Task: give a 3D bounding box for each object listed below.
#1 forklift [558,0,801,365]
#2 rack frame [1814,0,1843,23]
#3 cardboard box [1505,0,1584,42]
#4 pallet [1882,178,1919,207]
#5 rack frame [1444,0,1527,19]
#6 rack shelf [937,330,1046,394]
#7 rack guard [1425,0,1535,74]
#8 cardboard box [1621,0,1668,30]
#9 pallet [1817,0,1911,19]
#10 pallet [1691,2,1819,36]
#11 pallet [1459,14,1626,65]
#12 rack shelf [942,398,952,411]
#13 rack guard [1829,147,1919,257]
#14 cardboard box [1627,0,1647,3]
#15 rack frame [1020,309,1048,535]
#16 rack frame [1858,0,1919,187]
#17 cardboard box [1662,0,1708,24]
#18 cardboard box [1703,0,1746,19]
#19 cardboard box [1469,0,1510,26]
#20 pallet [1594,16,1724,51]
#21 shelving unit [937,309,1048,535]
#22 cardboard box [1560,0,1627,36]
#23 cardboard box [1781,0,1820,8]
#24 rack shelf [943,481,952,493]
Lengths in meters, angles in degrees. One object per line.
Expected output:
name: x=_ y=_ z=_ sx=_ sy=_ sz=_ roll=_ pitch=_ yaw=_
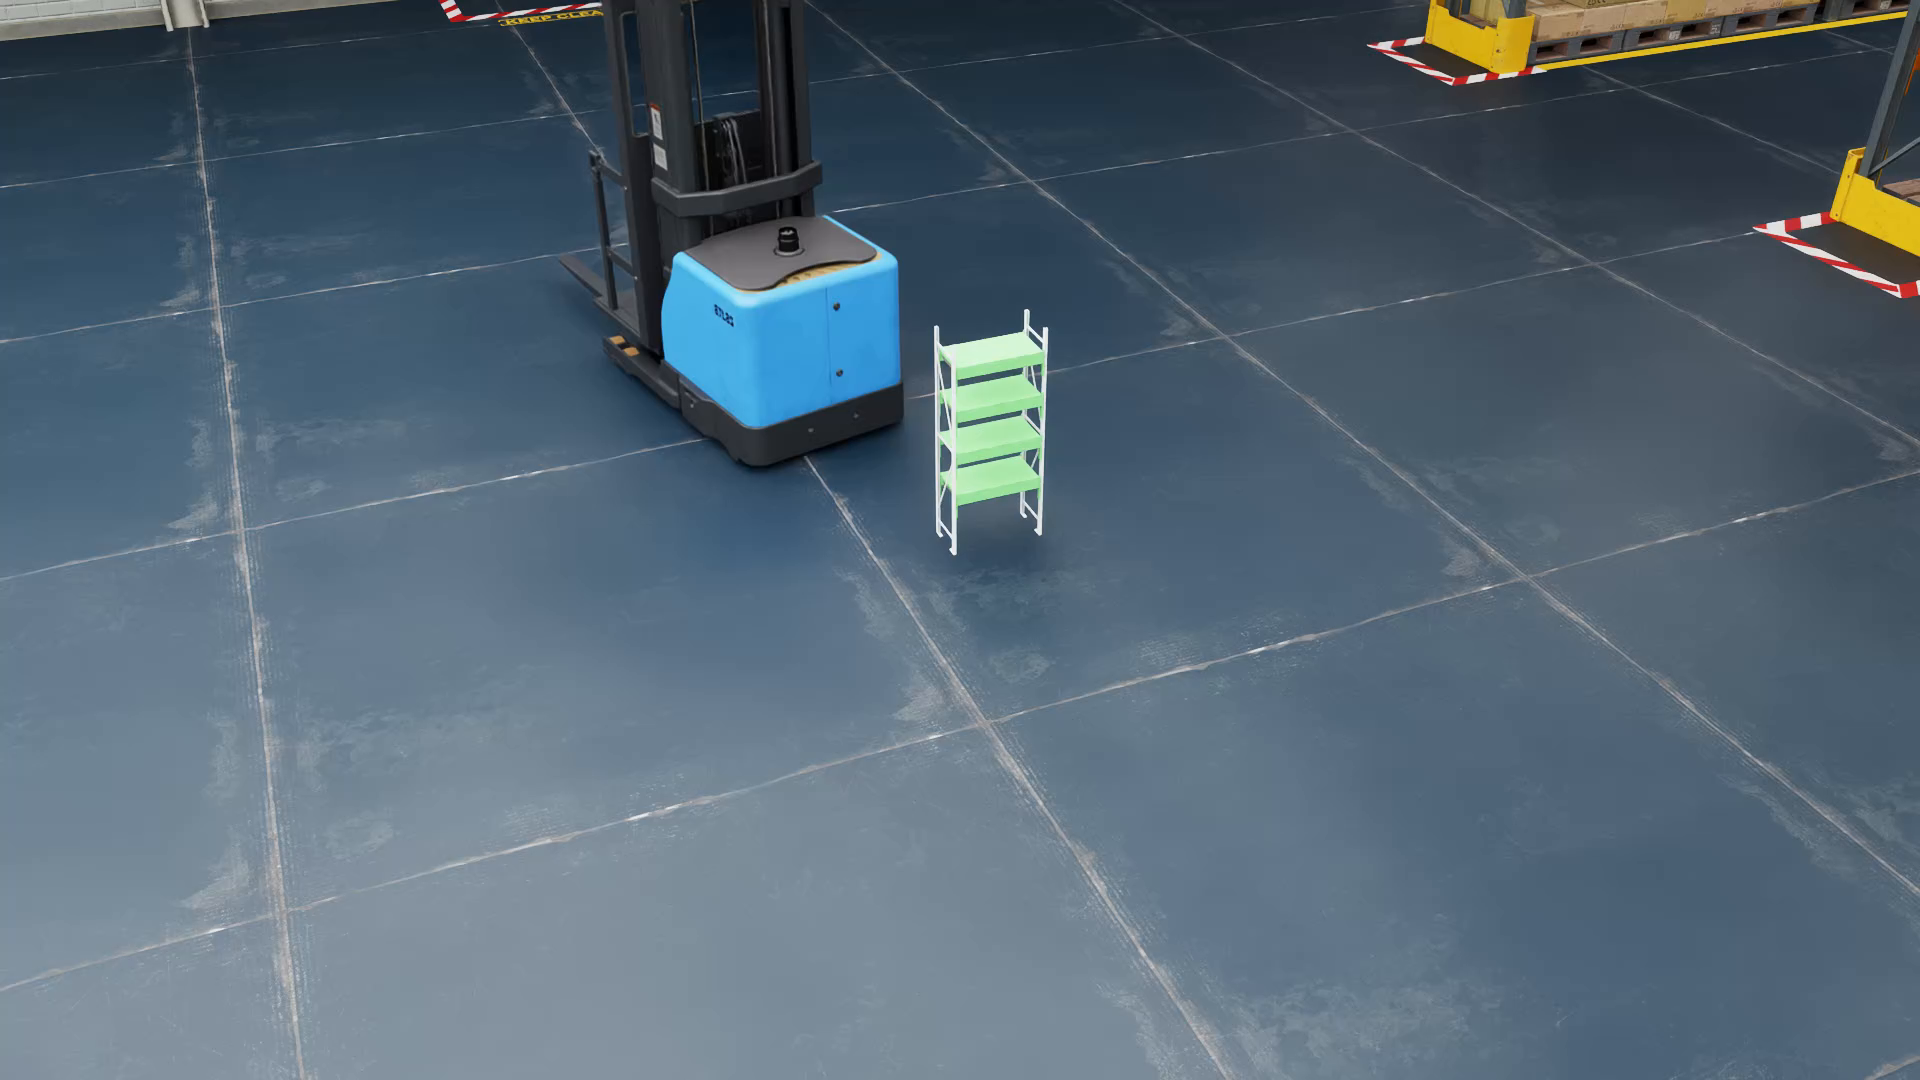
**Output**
forklift: x=-1.583 y=-2.397 z=9.746 sx=1.121 sy=2.935 sz=3.031 roll=-21 pitch=39 yaw=-29
rack frame: x=8.611 y=-6.736 z=16.352 sx=0.127 sy=3.000 sz=1.000 roll=-13 pitch=35 yaw=-19
cardboard box: x=5.504 y=-4.916 z=15.692 sx=0.500 sy=0.250 sz=0.500 roll=-13 pitch=35 yaw=-19
pallet: x=7.640 y=-2.440 z=12.306 sx=1.213 sy=0.211 sz=1.003 roll=-13 pitch=35 yaw=-19
rack frame: x=4.923 y=-5.892 z=15.054 sx=0.127 sy=3.000 sz=1.000 roll=-13 pitch=35 yaw=-19
rack shelf: x=0.153 y=-0.887 z=8.250 sx=0.480 sy=0.148 sz=0.258 roll=-13 pitch=35 yaw=-19
rack guard: x=4.901 y=-4.839 z=15.728 sx=0.348 sy=0.500 sz=1.175 roll=-13 pitch=35 yaw=-19
cardboard box: x=6.425 y=-5.129 z=16.019 sx=0.500 sy=0.250 sz=0.500 roll=-13 pitch=35 yaw=-19
pallet: x=9.276 y=-5.743 z=17.382 sx=1.213 sy=0.211 sz=1.003 roll=-13 pitch=35 yaw=-19
pallet: x=7.862 y=-5.421 z=16.887 sx=1.213 sy=0.211 sz=1.003 roll=-13 pitch=35 yaw=-19
pallet: x=5.612 y=-4.905 z=16.095 sx=1.213 sy=0.211 sz=1.003 roll=-13 pitch=35 yaw=-19
rack shelf: x=0.153 y=-0.709 z=8.365 sx=0.442 sy=0.029 sz=0.199 roll=-13 pitch=35 yaw=-19
rack guard: x=6.889 y=-2.392 z=11.968 sx=0.348 sy=0.500 sz=1.175 roll=-13 pitch=35 yaw=-19
cardboard box: x=6.420 y=-5.449 z=15.823 sx=0.500 sy=0.500 sz=0.500 roll=-13 pitch=35 yaw=-19
rack frame: x=0.378 y=-0.589 z=8.556 sx=0.015 sy=1.200 sz=0.240 roll=-13 pitch=35 yaw=-19
rack frame: x=6.837 y=-3.400 z=11.225 sx=0.127 sy=3.000 sz=1.000 roll=-13 pitch=35 yaw=-19
cardboard box: x=6.888 y=-5.232 z=16.177 sx=0.500 sy=0.250 sz=0.500 roll=-13 pitch=35 yaw=-19
cardboard box: x=7.348 y=-5.338 z=16.340 sx=0.500 sy=0.250 sz=0.500 roll=-13 pitch=35 yaw=-19
cardboard box: x=5.303 y=-5.177 z=16.092 sx=0.500 sy=0.250 sz=0.500 roll=-13 pitch=35 yaw=-19
pallet: x=6.735 y=-5.161 z=16.488 sx=1.213 sy=0.211 sz=1.003 roll=-13 pitch=35 yaw=-19
shelving unit: x=0.158 y=-0.539 z=8.478 sx=0.492 sy=1.200 sz=0.258 roll=-13 pitch=35 yaw=-19
cardboard box: x=5.963 y=-5.024 z=15.857 sx=0.500 sy=0.250 sz=0.500 roll=-13 pitch=35 yaw=-19
cardboard box: x=8.268 y=-5.552 z=16.668 sx=0.500 sy=0.250 sz=0.500 roll=-13 pitch=35 yaw=-19
rack shelf: x=0.153 y=-0.307 z=8.627 sx=0.442 sy=0.029 sz=0.199 roll=-13 pitch=35 yaw=-19
